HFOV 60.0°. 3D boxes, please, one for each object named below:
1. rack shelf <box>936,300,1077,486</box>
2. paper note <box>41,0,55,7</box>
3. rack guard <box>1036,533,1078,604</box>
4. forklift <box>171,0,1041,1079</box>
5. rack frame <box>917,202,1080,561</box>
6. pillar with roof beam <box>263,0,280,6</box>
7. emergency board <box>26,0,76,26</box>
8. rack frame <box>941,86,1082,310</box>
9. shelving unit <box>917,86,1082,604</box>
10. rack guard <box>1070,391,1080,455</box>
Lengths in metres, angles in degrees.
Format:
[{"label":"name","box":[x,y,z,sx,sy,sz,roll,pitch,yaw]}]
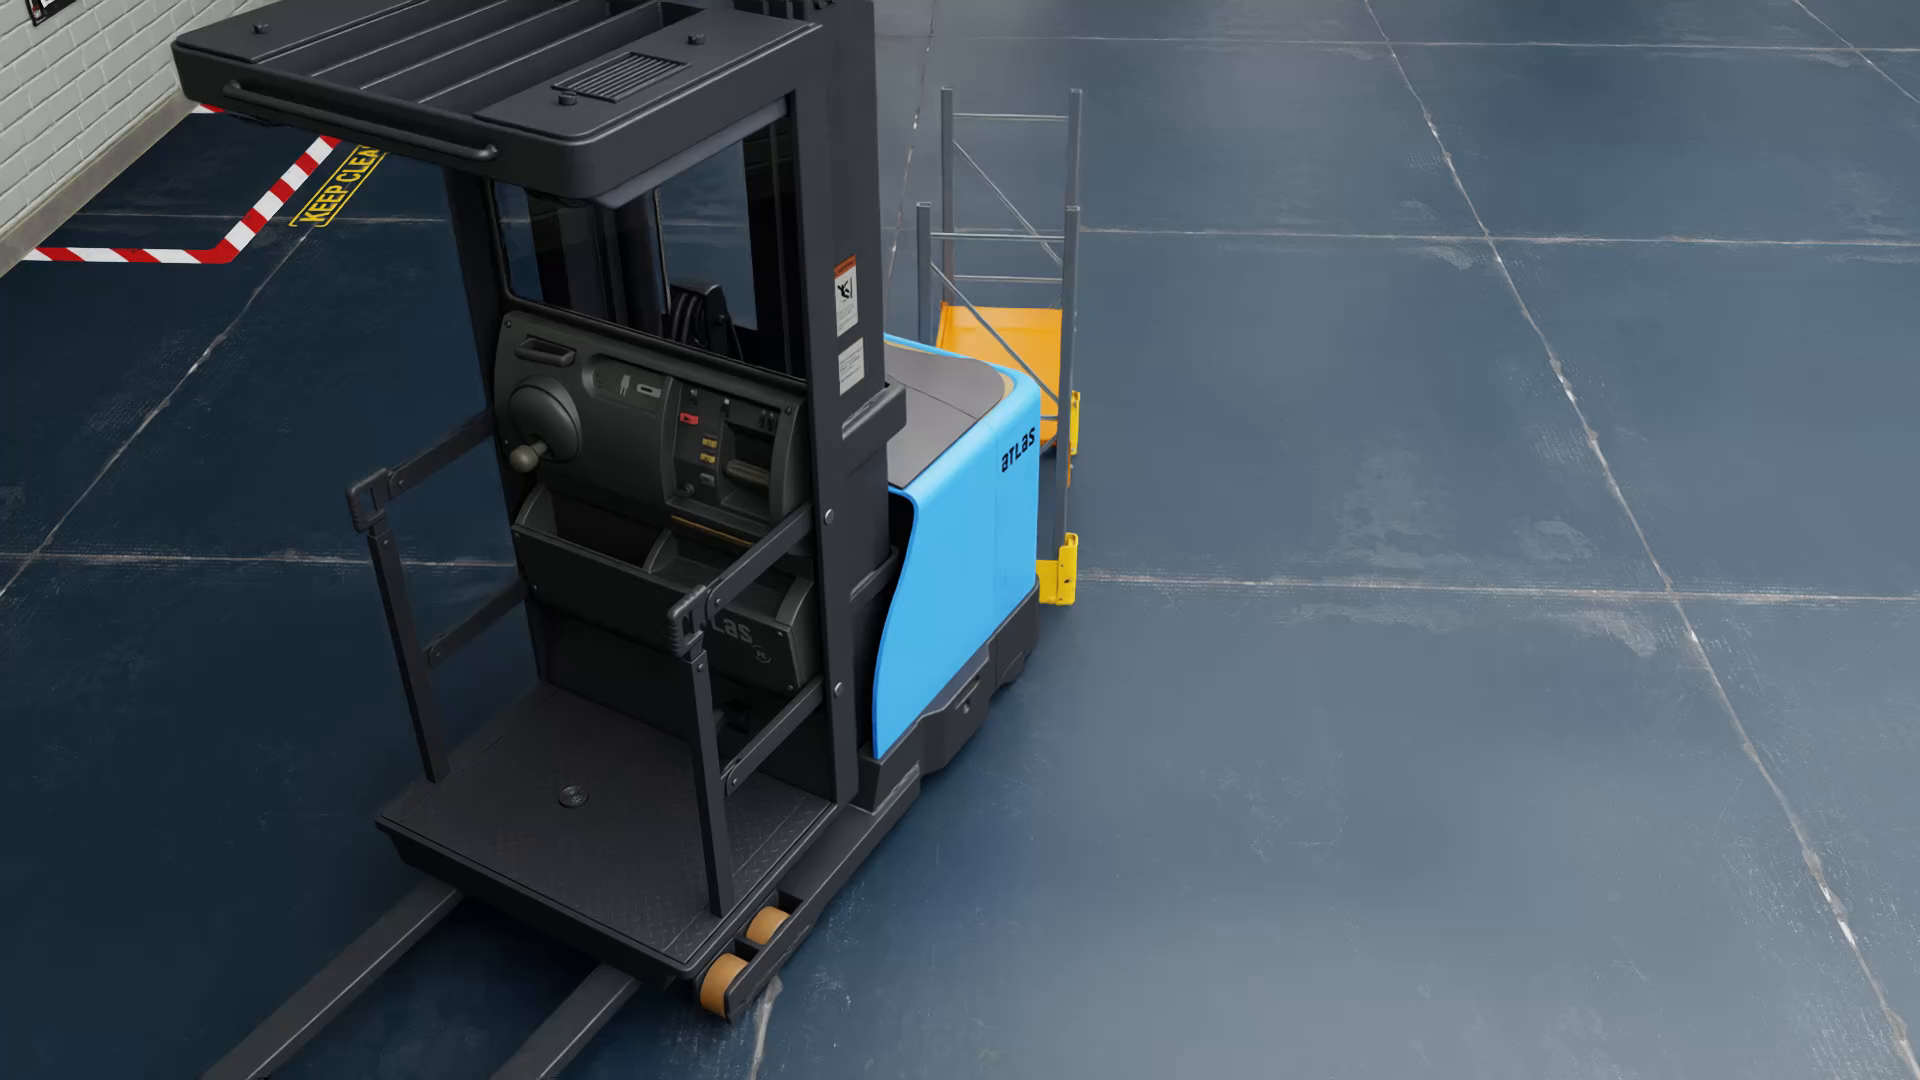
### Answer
[{"label":"rack shelf","box":[0.150,-0.553,6.046,0.538,0.185,1.000,2,35,3]},{"label":"paper note","box":[-4.594,-2.769,8.348,0.016,0.148,0.142,1,35,2]},{"label":"rack guard","box":[0.118,0.092,5.902,0.587,0.250,0.087,2,35,3]},{"label":"forklift","box":[-0.906,-0.230,4.028,1.130,2.935,3.031,18,39,24]},{"label":"rack frame","box":[0.117,-0.409,5.527,0.500,1.500,0.032,2,35,3]},{"label":"pillar with roof beam","box":[-0.079,-7.004,8.390,9.100,9.000,0.400,1,35,2]},{"label":"emergency board","box":[-4.536,-3.225,8.231,0.157,1.169,0.626,1,35,2]},{"label":"rack frame","box":[0.184,-0.992,6.357,0.500,1.500,0.032,2,35,3]},{"label":"shelving unit","box":[0.151,-0.706,5.950,0.587,1.500,1.083,2,35,3]},{"label":"rack guard","box":[0.184,-0.480,6.715,0.587,0.250,0.087,2,35,3]}]
